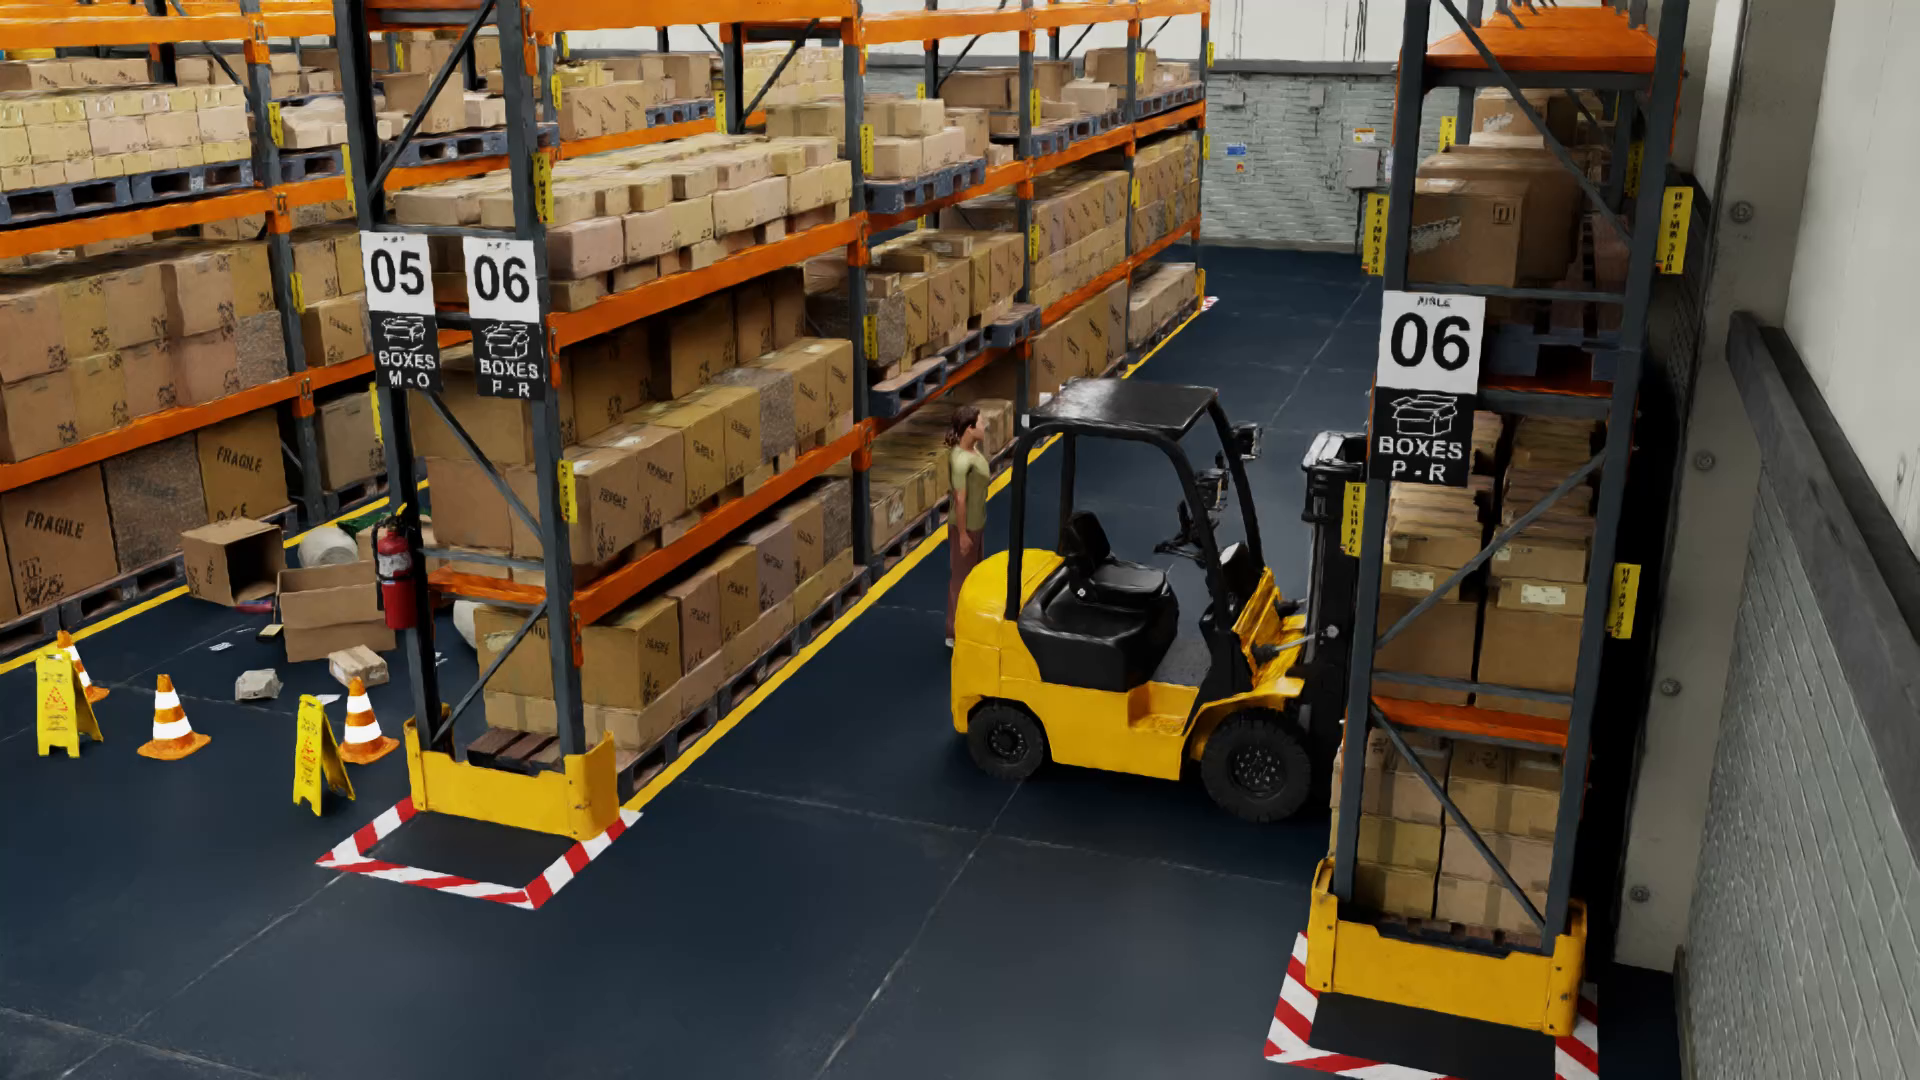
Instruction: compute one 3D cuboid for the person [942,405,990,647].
[{"bbox_3d":[0.085,-0.097,11.267,0.367,1.681,0.577,2,19,6],"label":"person"}]
